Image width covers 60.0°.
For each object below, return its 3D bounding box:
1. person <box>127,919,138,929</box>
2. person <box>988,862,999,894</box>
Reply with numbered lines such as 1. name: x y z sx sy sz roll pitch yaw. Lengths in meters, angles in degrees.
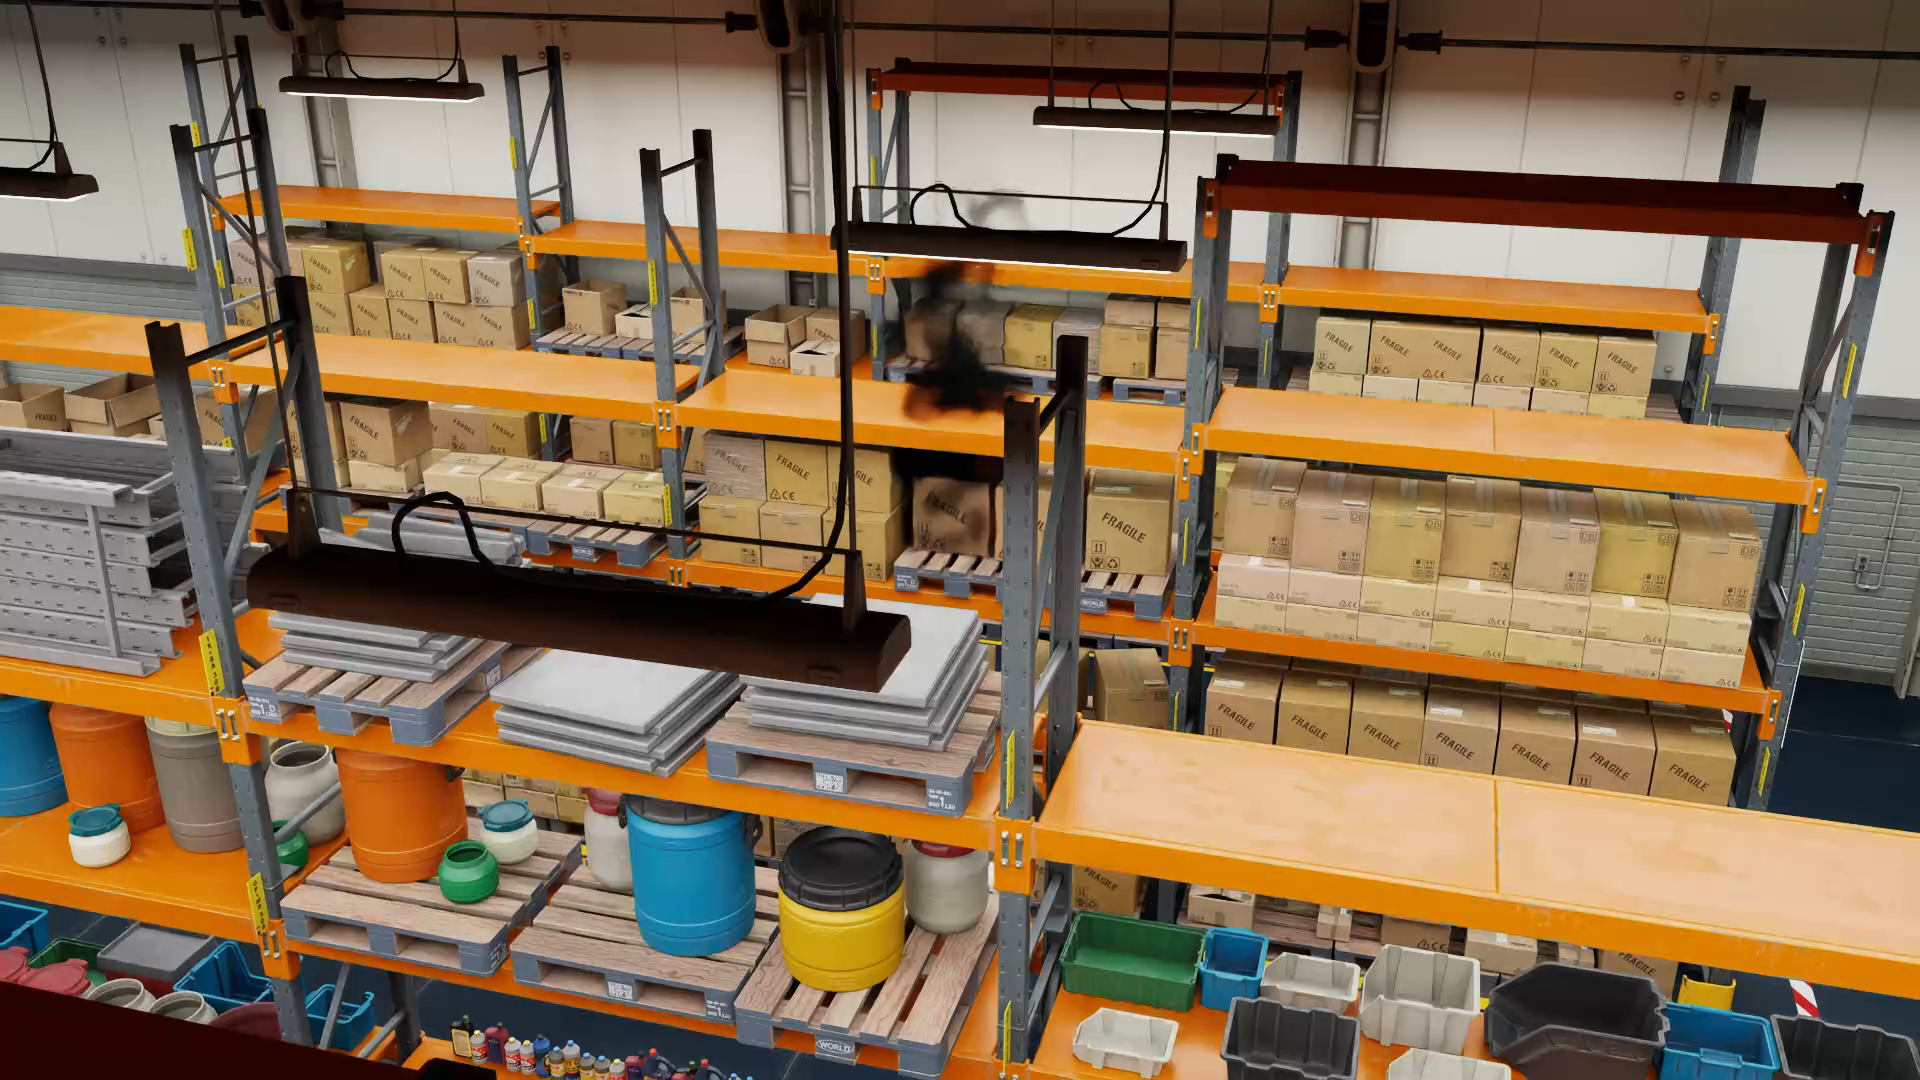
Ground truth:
1. person: -6.072 2.510 12.363 0.989 1.768 0.662 2 23 4
2. person: 0.199 2.960 11.424 0.585 1.733 0.660 2 23 4
